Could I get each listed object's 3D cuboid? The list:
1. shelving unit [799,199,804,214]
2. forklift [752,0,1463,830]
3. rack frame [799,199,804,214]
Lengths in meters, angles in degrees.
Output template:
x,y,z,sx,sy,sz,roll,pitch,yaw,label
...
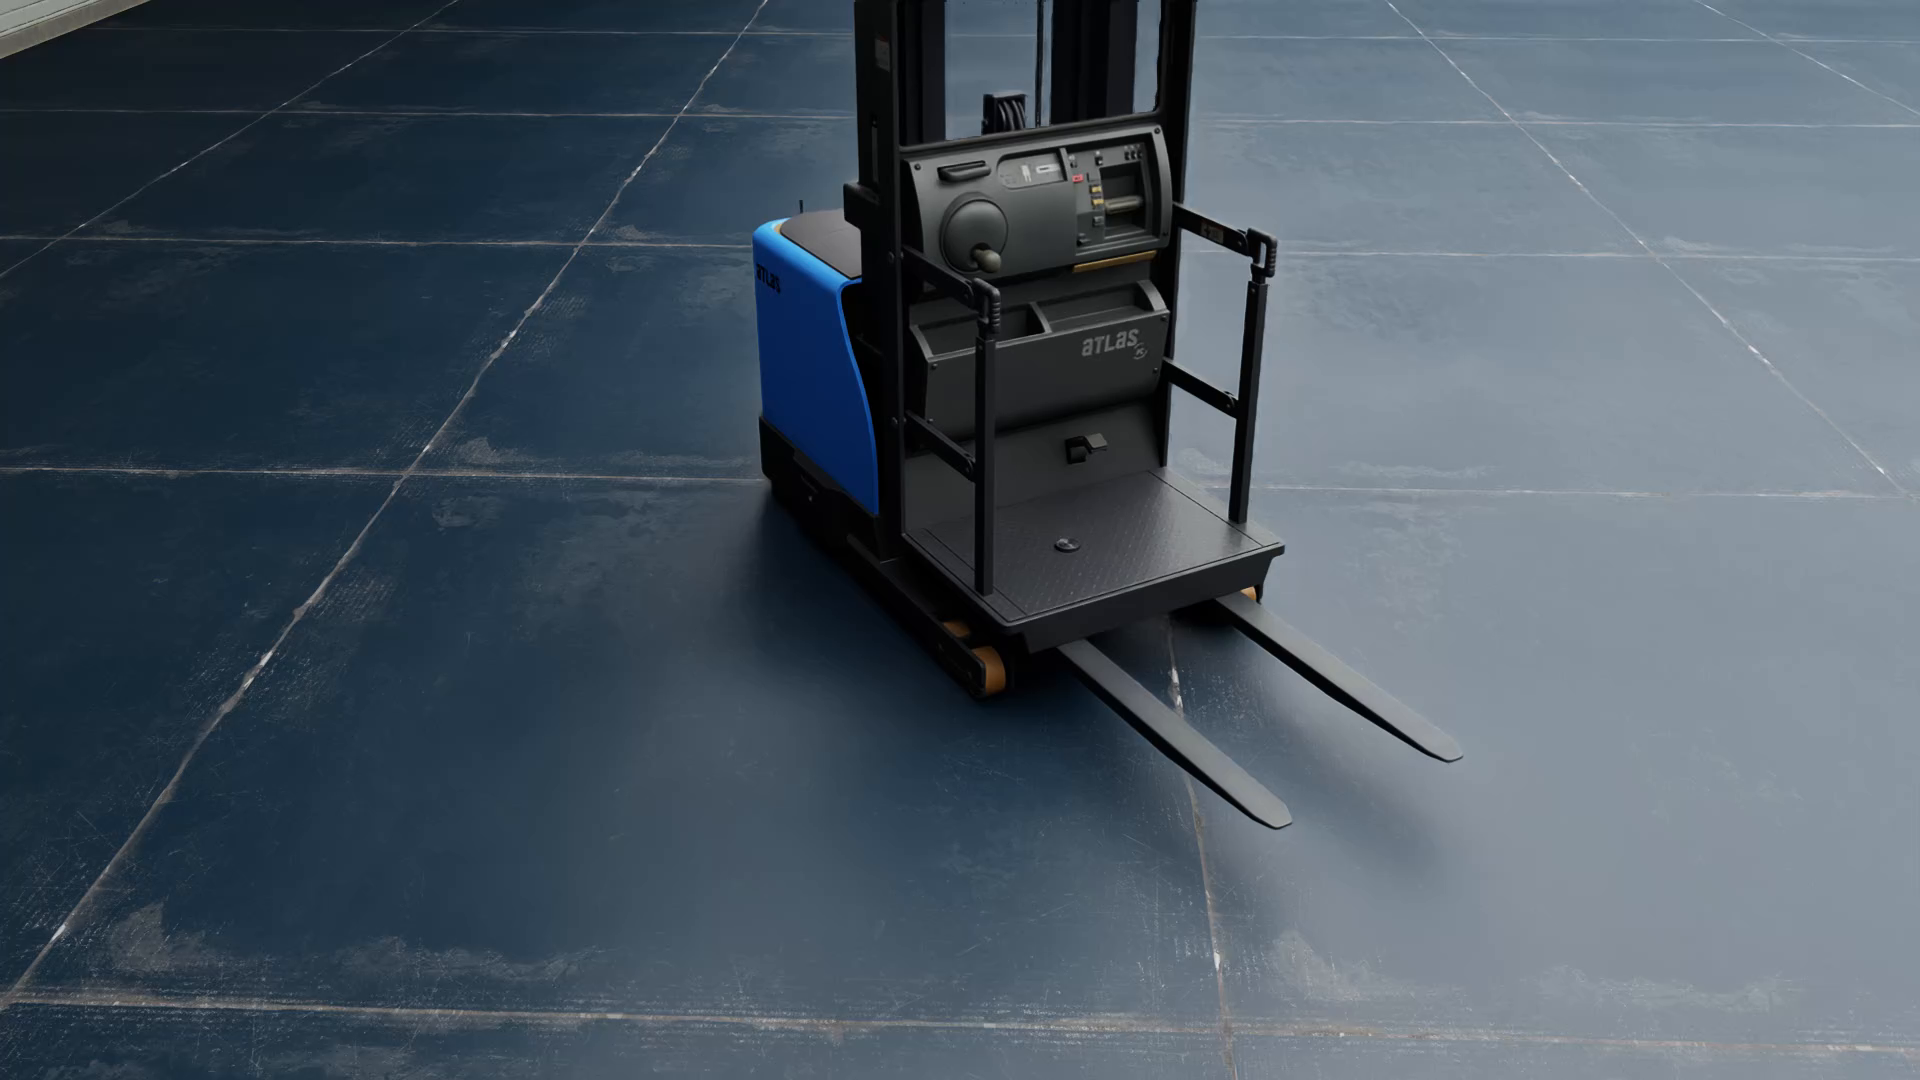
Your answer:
x,y,z,sx,sy,sz,roll,pitch,yaw,label
-0.472,-0.863,6.758,0.252,1.050,0.215,-15,31,-26,shelving unit
0.373,-1.037,5.077,1.130,2.935,3.031,-15,31,-26,forklift
-0.579,-0.835,6.705,0.008,1.050,0.200,-15,31,-26,rack frame
